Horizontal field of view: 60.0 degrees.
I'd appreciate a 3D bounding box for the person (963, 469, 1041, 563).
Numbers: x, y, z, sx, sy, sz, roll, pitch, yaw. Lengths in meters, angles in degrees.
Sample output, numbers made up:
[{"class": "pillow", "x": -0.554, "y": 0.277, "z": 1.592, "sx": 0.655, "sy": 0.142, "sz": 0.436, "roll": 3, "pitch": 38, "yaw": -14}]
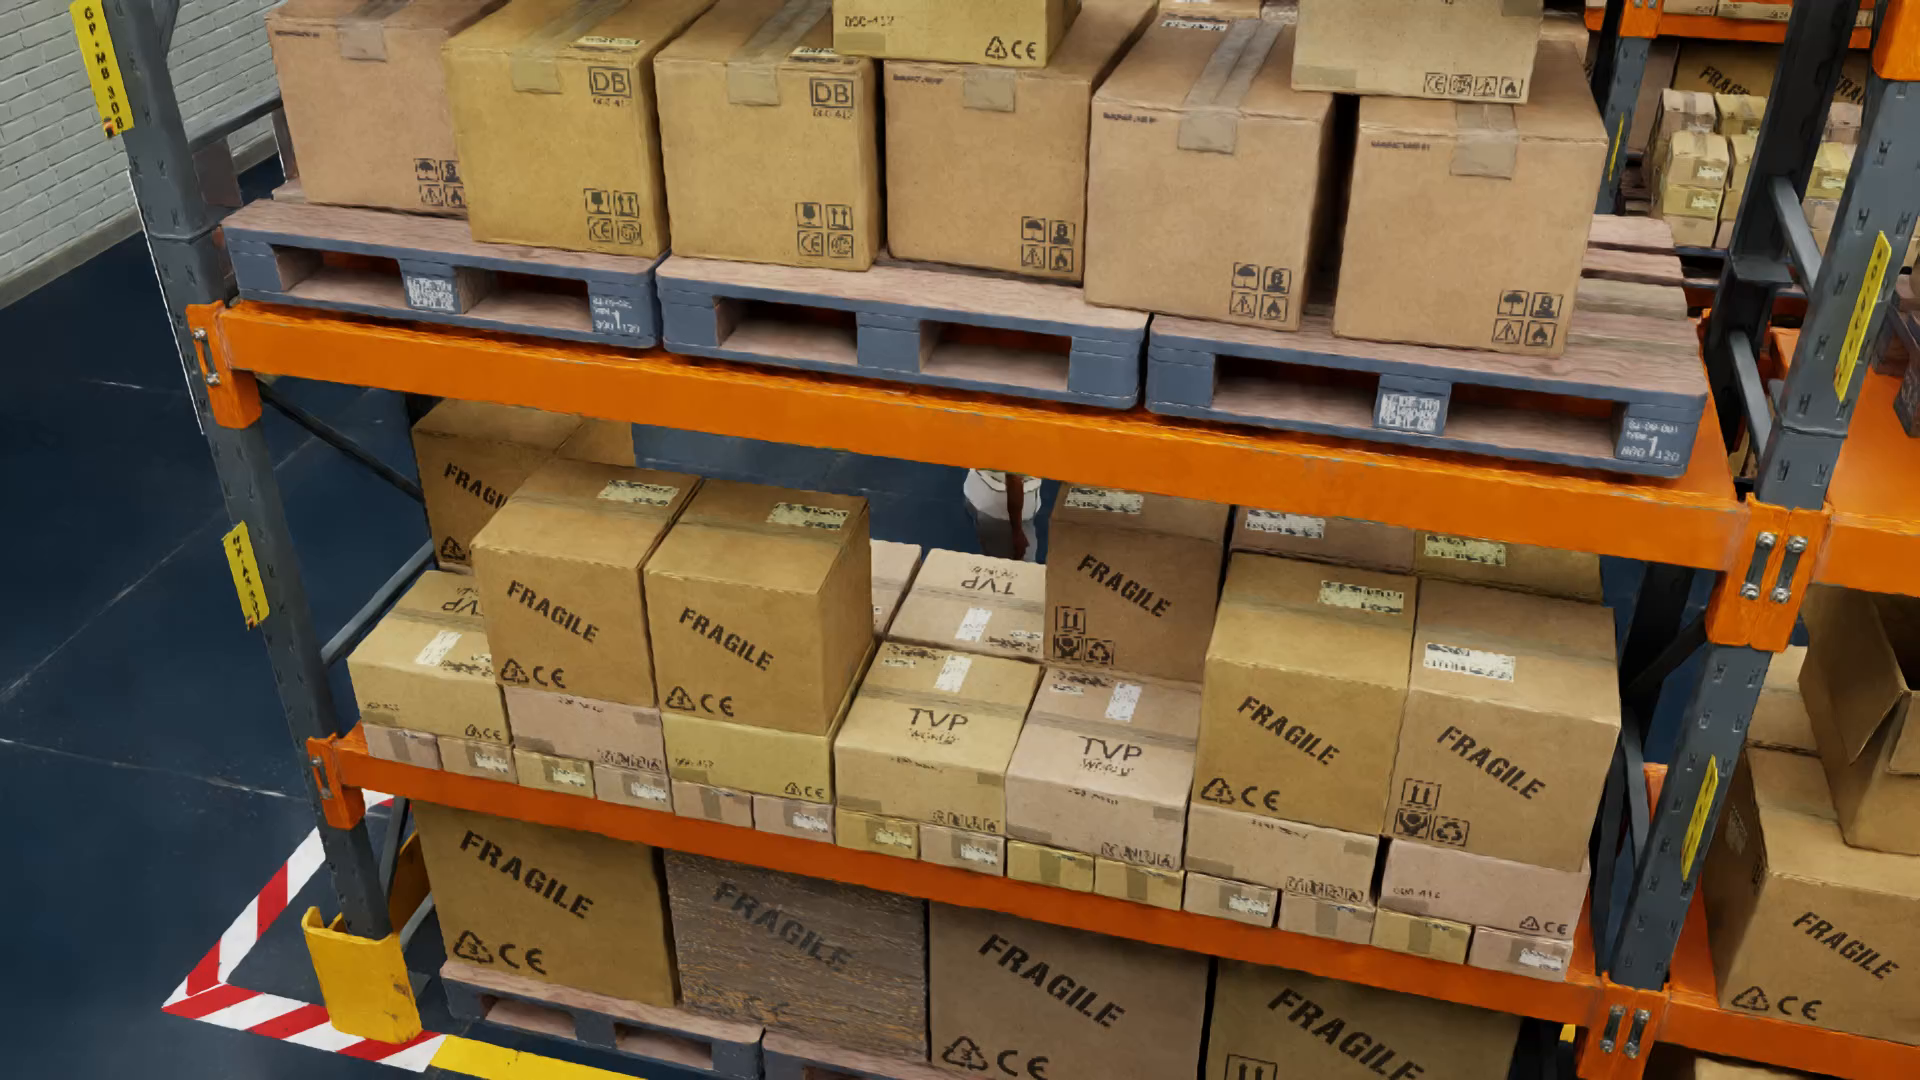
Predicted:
[{"class": "person", "x": 0.126, "y": -0.123, "z": 7.318, "sx": 0.536, "sy": 1.666, "sz": 0.519, "roll": -11, "pitch": 35, "yaw": -16}]
